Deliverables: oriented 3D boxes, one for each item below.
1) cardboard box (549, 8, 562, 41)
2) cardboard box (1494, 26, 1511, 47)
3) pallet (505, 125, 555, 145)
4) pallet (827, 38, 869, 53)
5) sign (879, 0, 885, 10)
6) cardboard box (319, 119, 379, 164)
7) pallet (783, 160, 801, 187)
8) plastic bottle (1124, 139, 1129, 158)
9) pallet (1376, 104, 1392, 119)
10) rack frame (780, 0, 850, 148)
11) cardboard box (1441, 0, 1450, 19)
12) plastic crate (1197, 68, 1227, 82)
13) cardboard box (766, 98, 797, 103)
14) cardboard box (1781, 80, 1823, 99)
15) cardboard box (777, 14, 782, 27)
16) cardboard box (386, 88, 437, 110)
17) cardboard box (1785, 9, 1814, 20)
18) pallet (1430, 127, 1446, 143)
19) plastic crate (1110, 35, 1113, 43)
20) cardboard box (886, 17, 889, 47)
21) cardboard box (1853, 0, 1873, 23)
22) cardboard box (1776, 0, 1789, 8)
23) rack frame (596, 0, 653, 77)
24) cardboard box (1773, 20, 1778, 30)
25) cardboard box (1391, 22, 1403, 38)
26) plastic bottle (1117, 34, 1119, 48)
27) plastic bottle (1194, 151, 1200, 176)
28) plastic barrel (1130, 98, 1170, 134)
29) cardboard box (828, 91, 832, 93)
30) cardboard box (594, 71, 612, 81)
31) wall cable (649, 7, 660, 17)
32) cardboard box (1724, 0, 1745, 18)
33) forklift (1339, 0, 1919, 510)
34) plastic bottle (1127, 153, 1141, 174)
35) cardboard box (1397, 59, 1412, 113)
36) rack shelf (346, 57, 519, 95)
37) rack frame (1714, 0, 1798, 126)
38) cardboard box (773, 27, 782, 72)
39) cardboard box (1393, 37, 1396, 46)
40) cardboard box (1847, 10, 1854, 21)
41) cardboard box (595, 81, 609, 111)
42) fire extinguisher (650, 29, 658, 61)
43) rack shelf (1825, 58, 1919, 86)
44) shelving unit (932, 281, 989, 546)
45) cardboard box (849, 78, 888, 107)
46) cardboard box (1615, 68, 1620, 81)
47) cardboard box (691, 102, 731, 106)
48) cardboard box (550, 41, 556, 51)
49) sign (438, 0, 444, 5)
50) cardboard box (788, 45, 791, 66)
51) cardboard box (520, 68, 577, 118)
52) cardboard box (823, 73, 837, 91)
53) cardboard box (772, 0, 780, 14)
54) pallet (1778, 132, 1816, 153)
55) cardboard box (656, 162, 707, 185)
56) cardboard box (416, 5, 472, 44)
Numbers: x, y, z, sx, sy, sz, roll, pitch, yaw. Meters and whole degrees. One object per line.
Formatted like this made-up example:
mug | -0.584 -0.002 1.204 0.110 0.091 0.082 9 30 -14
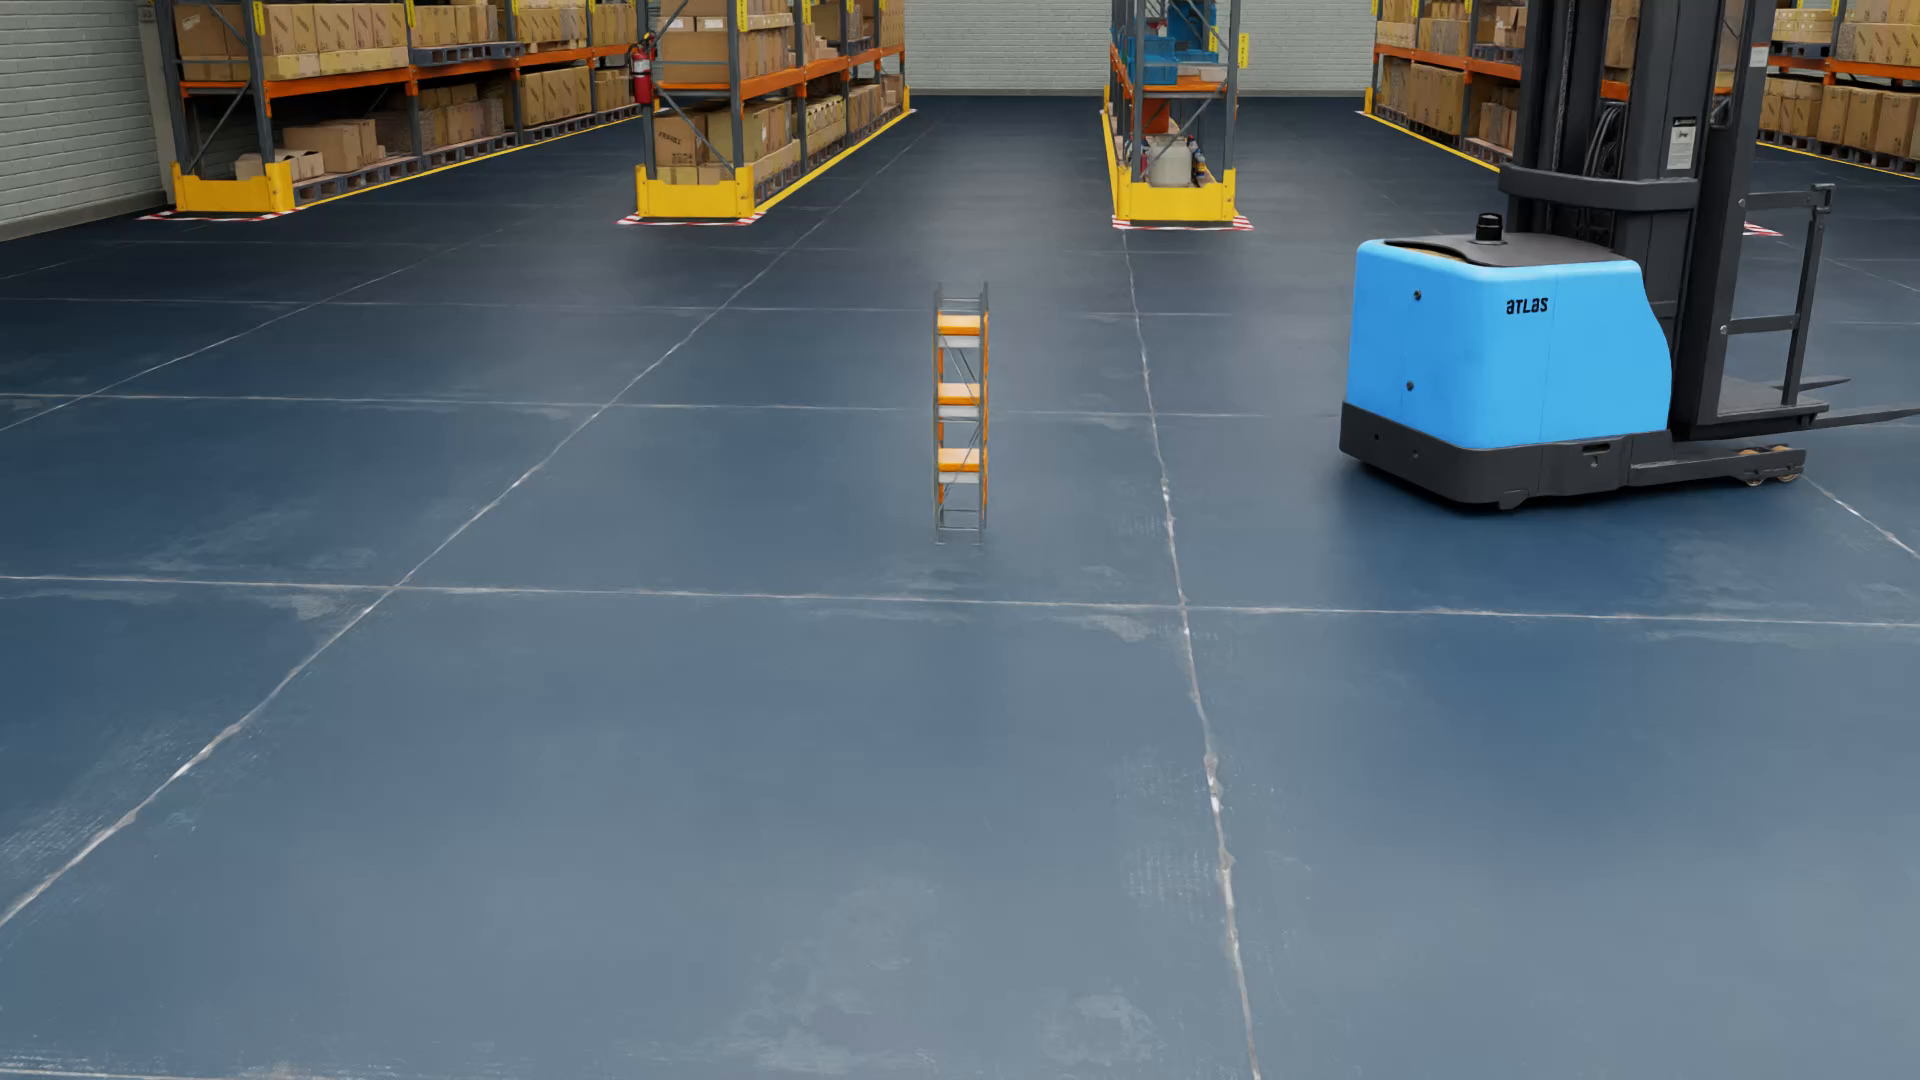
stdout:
cardboard box | -6.681 -8.202 26.468 0.500 0.500 0.500 2 18 5
cardboard box | 7.388 -6.662 22.003 0.500 0.250 0.500 1 18 2
pallet | -6.953 -6.299 25.806 1.003 0.211 1.213 1 18 4
pallet | -2.009 -7.784 26.170 1.003 0.211 1.213 1 18 4
sign | -1.303 -9.052 27.873 0.100 0.325 0.005 1 18 4
cardboard box | -7.406 -4.836 20.173 0.500 0.500 0.500 0 18 0
pallet | -2.529 -4.458 20.188 1.003 0.211 1.213 1 18 4
plastic bottle | 2.050 -4.740 20.248 0.097 0.271 0.097 0 18 0
pallet | 8.331 -7.958 30.871 1.003 0.211 1.213 1 18 4
rack frame | -2.143 -7.271 24.296 1.000 3.000 0.127 1 18 4
cardboard box | 7.926 -8.404 25.982 0.797 0.503 0.637 1 18 5
plastic crate | 2.609 -4.820 17.240 0.298 0.136 0.250 1 18 4
cardboard box | -2.503 -6.111 23.597 0.500 0.311 0.500 1 18 3
cardboard box | 12.490 -6.650 24.537 0.500 0.250 0.500 2 18 5
cardboard box | -2.290 -6.056 19.384 0.380 0.149 0.250 1 18 4
cardboard box | -7.307 -5.882 22.159 0.500 0.250 0.500 1 18 3
cardboard box | 12.310 -7.674 24.300 0.380 0.149 0.250 2 18 6
pallet | 7.959 -6.345 25.947 1.003 0.211 1.213 1 18 4
plastic crate | 2.870 -9.169 30.417 0.250 0.136 0.298 1 18 4
cardboard box | -1.515 -8.872 29.022 0.500 0.500 0.500 2 18 5
cardboard box | 12.635 -7.290 22.588 0.700 0.500 0.500 1 18 4
cardboard box | 13.239 -8.948 27.169 0.500 0.500 0.500 2 18 5
rack frame | -6.511 -9.865 32.213 1.000 3.000 0.127 1 18 4
cardboard box | 12.349 -7.693 24.833 0.380 0.149 0.250 2 18 5
cardboard box | 7.905 -8.981 29.277 0.500 0.250 0.500 1 18 3
plastic bottle | 2.632 -8.242 27.446 0.061 0.283 0.133 1 18 4
plastic bottle | 2.689 -4.250 18.751 0.097 0.271 0.097 0 18 0
plastic barrel | 2.815 -6.480 24.692 0.600 0.830 0.708 1 18 4
cardboard box | -2.273 -6.749 26.010 0.500 0.500 0.500 1 18 2
cardboard box | -6.435 -8.275 29.658 0.380 0.149 0.250 2 18 6
wall cable | -5.749 -12.989 37.099 3.097 2.526 0.112 1 18 4
cardboard box | 7.475 -5.393 16.320 0.500 0.500 0.500 1 18 4
forklift | 3.400 -1.789 7.676 3.031 2.935 1.130 -7 19 -19
plastic bottle | 1.963 -4.247 18.736 0.152 0.276 0.135 1 18 4
cardboard box | 8.216 -7.964 29.148 0.875 0.875 0.875 1 18 4
rack shelf | -7.228 -6.418 22.846 1.077 0.370 4.000 1 18 4
rack frame | 12.964 -8.149 26.975 1.000 3.000 0.127 1 18 4
cardboard box | -2.487 -5.774 19.568 0.700 0.500 0.500 1 18 3
cardboard box | 7.830 -8.752 29.219 0.380 0.149 0.250 2 18 5
cardboard box | 12.920 -7.492 23.745 0.380 0.149 0.250 1 18 2
cardboard box | -6.642 -7.865 29.447 0.700 0.500 0.500 2 18 5
fire extinguisher | -6.040 -9.688 32.394 0.296 0.674 0.183 1 18 4
rack shelf | 12.534 -5.944 21.400 1.077 0.370 4.000 1 18 4
shelving unit | 0.004 -0.516 6.810 0.215 1.050 0.252 1 18 4
cardboard box | -1.727 -8.120 30.189 0.797 0.503 0.637 1 18 4
cardboard box | 7.056 -4.848 17.306 0.380 0.149 0.250 1 18 4
cardboard box | -2.847 -4.830 19.385 0.500 0.500 0.500 1 18 4
cardboard box | -6.705 -7.926 26.665 0.380 0.149 0.250 2 18 6
sign | -7.638 -7.942 24.484 0.100 0.325 0.005 1 18 4
cardboard box | -2.438 -6.111 20.998 0.500 0.250 0.500 2 18 7
cardboard box | -6.776 -7.320 27.223 0.750 0.750 0.750 2 18 6
cardboard box | -2.241 -7.280 26.426 0.500 0.250 0.500 1 18 3
cardboard box | -2.491 -6.398 19.387 0.700 0.500 0.500 1 18 4
pallet | 12.735 -5.824 24.359 1.003 0.211 1.213 1 18 4
cardboard box | -2.973 -3.853 17.605 0.500 0.250 0.500 1 18 4
cardboard box | -7.175 -7.103 22.917 0.700 0.500 0.500 1 18 4
